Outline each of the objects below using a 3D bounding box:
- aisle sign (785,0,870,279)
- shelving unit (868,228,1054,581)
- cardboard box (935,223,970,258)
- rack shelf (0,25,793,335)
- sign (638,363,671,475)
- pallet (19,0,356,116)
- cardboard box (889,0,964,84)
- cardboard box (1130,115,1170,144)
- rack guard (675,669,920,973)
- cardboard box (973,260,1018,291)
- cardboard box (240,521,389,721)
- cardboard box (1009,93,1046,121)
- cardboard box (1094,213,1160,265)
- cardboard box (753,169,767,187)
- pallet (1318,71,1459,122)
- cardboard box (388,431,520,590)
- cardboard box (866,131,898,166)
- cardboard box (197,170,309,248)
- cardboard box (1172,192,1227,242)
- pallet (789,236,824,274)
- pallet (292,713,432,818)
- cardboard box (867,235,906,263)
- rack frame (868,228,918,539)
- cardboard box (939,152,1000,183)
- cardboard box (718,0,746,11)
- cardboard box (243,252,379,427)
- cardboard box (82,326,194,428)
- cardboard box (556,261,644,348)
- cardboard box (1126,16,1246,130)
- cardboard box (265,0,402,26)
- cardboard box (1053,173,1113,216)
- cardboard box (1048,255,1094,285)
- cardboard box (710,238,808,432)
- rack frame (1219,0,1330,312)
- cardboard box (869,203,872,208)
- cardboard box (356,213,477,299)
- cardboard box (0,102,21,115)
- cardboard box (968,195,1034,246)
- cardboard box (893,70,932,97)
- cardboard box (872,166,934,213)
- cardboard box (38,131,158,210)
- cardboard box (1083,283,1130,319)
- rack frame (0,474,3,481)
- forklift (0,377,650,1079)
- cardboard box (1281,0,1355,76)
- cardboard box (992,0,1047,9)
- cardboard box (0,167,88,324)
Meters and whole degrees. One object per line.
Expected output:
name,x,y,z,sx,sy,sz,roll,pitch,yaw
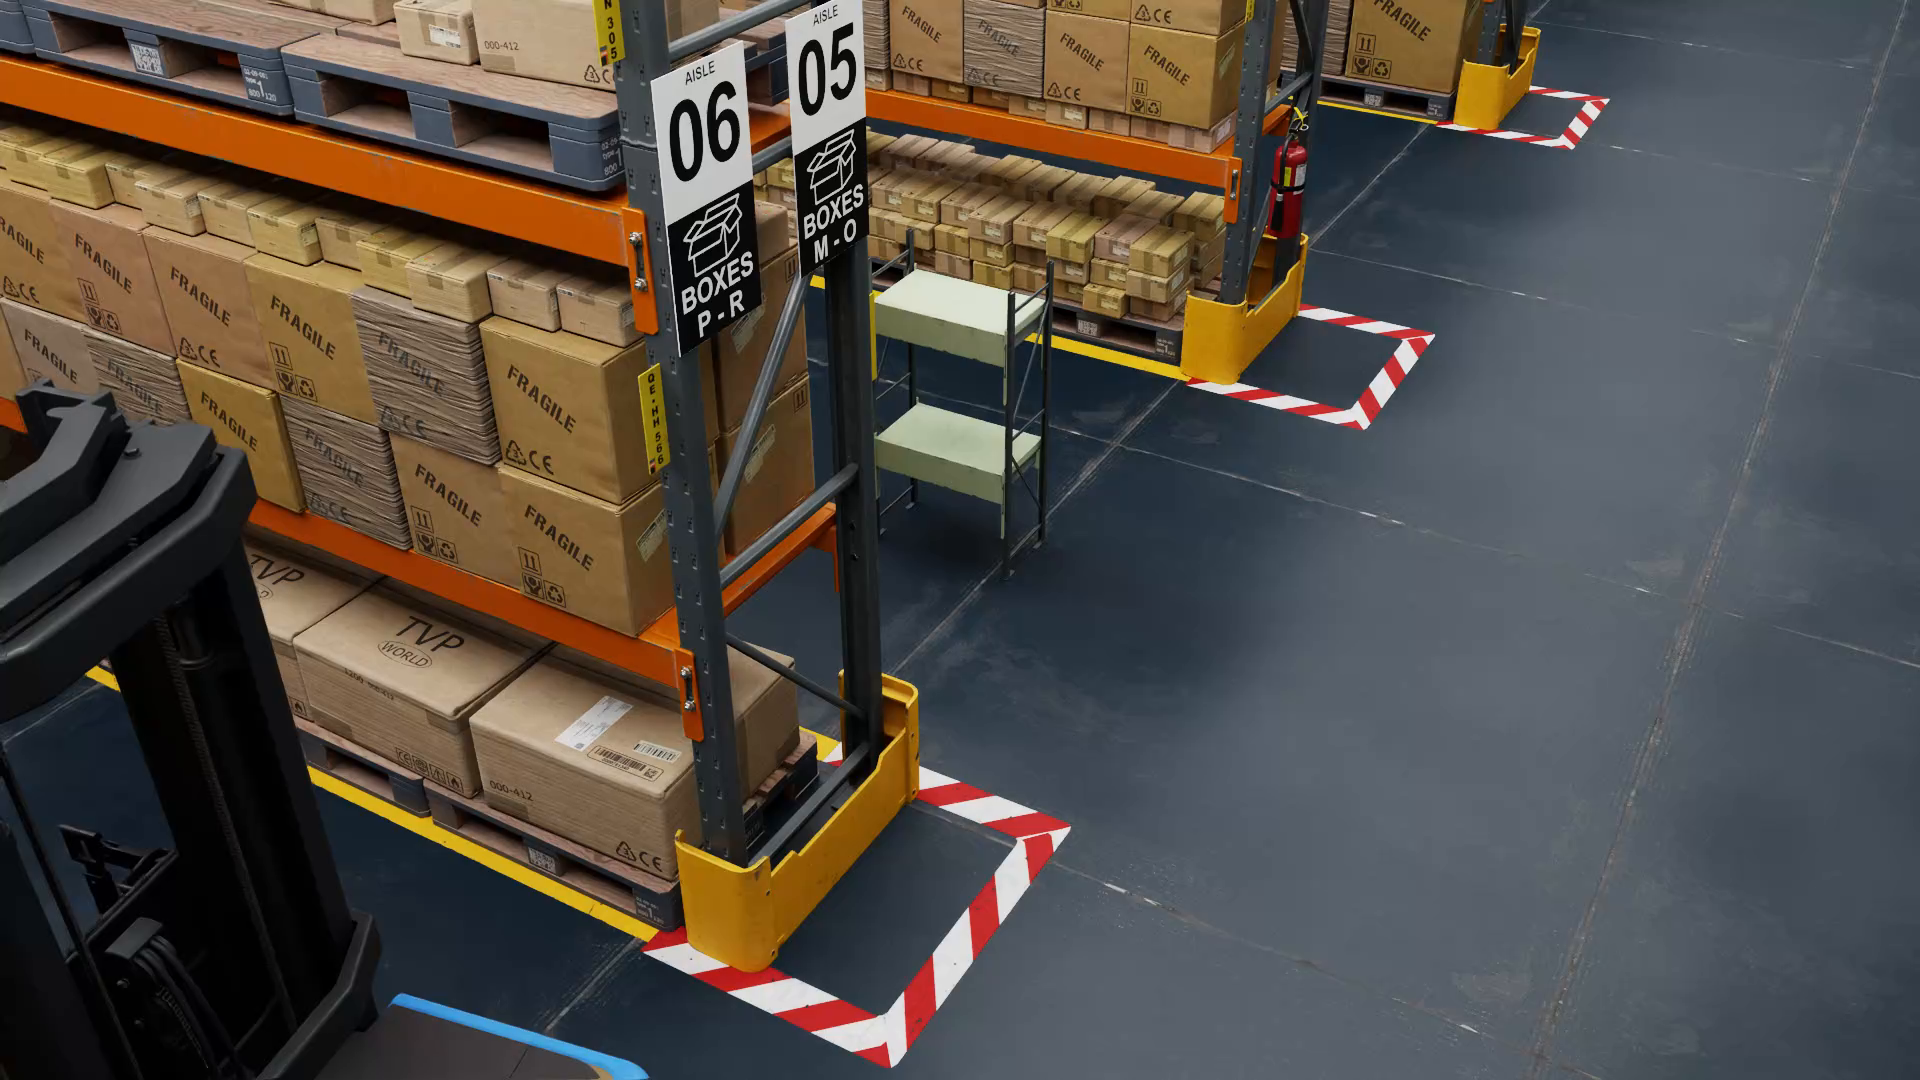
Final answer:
aisle sign,-0.393,-1.227,5.040,0.004,0.787,0.394,18,37,24
shelving unit,-0.006,-0.626,7.837,0.755,1.500,0.431,18,37,24
cardboard box,0.048,-1.912,10.340,0.250,0.149,0.380,20,38,27
rack shelf,-2.336,-1.524,5.775,4.000,0.370,1.077,18,37,24
sign,-0.881,-0.348,4.808,0.005,0.325,0.100,18,37,24
pallet,-2.312,-1.771,5.576,1.213,0.211,1.003,18,37,24
cardboard box,-0.066,-3.021,9.722,0.500,0.500,0.500,20,38,27
cardboard box,1.148,-2.370,9.330,0.250,0.149,0.380,18,37,24
rack guard,-0.578,1.022,6.264,0.348,0.500,1.175,18,37,24
cardboard box,0.275,-1.705,10.297,0.250,0.149,0.380,16,37,22
cardboard box,-2.803,0.237,7.121,0.875,0.438,0.875,16,37,23
cardboard box,0.476,-2.578,9.641,0.250,0.149,0.380,16,37,22
cardboard box,0.994,-1.791,9.890,0.250,0.149,0.380,18,38,25
cardboard box,-1.298,-2.472,10.912,0.250,0.149,0.380,20,38,27
pallet,3.585,-3.815,13.789,1.213,0.211,1.003,18,37,24
cardboard box,-1.578,-0.217,5.780,0.500,0.500,0.500,17,37,23
cardboard box,-0.618,-2.573,11.064,0.250,0.149,0.380,19,38,26
cardboard box,-2.364,-1.161,5.709,0.250,0.149,0.380,19,38,26
cardboard box,1.483,-1.978,10.171,0.250,0.149,0.380,16,37,22
pallet,-1.103,-2.207,11.373,1.213,0.211,1.003,18,37,24
pallet,-2.387,0.617,7.132,1.213,0.211,1.003,18,37,24
cardboard box,-0.400,-1.931,10.637,0.250,0.149,0.380,17,37,23
rack frame,-0.324,-0.727,7.988,0.023,1.500,0.400,18,37,24
cardboard box,0.065,-2.354,10.735,0.250,0.149,0.380,18,38,25
cardboard box,-1.399,-3.443,10.355,0.500,0.500,0.500,17,37,24
cardboard box,-2.032,-0.768,5.705,0.500,0.500,0.500,17,37,24
cardboard box,-2.931,-0.631,6.402,0.500,0.500,0.500,18,38,25
cardboard box,-1.010,-0.755,5.100,0.250,0.149,0.380,18,38,25
cardboard box,1.251,-2.600,9.090,0.500,0.500,0.500,18,38,25
cardboard box,-1.874,-1.888,5.285,0.500,0.311,0.500,18,38,25
cardboard box,0.772,-2.155,10.437,0.250,0.149,0.380,16,37,22
cardboard box,0.717,-1.697,10.016,0.250,0.149,0.380,16,37,23
cardboard box,-0.875,-0.752,5.680,0.500,0.500,0.500,17,37,23
rack frame,1.769,-2.435,9.200,0.127,3.000,1.000,18,37,24
cardboard box,-0.594,-2.155,10.704,0.250,0.149,0.380,19,38,27
cardboard box,-1.707,-0.933,5.367,0.250,0.149,0.380,18,38,25
cardboard box,-3.696,-1.578,6.336,0.250,0.149,0.380,18,38,25
cardboard box,0.252,-1.950,10.128,0.250,0.149,0.380,19,38,26
cardboard box,-0.197,-2.805,9.982,0.250,0.149,0.380,19,38,26
cardboard box,-0.358,-2.221,10.535,0.250,0.149,0.380,16,37,22
cardboard box,-3.052,-1.343,5.984,0.250,0.149,0.380,16,37,23
cardboard box,0.935,-1.489,9.974,0.250,0.149,0.380,19,38,26
rack frame,-4.072,-1.125,7.233,0.127,3.000,1.000,18,37,24
forklift,-2.348,1.018,4.077,3.031,2.935,1.130,11,35,16
cardboard box,2.932,-4.472,13.798,0.875,0.875,0.875,18,37,24
cardboard box,0.353,-3.301,9.240,0.500,0.500,0.500,20,38,27
cardboard box,-3.343,-1.193,6.344,0.500,0.500,0.500,17,37,24
